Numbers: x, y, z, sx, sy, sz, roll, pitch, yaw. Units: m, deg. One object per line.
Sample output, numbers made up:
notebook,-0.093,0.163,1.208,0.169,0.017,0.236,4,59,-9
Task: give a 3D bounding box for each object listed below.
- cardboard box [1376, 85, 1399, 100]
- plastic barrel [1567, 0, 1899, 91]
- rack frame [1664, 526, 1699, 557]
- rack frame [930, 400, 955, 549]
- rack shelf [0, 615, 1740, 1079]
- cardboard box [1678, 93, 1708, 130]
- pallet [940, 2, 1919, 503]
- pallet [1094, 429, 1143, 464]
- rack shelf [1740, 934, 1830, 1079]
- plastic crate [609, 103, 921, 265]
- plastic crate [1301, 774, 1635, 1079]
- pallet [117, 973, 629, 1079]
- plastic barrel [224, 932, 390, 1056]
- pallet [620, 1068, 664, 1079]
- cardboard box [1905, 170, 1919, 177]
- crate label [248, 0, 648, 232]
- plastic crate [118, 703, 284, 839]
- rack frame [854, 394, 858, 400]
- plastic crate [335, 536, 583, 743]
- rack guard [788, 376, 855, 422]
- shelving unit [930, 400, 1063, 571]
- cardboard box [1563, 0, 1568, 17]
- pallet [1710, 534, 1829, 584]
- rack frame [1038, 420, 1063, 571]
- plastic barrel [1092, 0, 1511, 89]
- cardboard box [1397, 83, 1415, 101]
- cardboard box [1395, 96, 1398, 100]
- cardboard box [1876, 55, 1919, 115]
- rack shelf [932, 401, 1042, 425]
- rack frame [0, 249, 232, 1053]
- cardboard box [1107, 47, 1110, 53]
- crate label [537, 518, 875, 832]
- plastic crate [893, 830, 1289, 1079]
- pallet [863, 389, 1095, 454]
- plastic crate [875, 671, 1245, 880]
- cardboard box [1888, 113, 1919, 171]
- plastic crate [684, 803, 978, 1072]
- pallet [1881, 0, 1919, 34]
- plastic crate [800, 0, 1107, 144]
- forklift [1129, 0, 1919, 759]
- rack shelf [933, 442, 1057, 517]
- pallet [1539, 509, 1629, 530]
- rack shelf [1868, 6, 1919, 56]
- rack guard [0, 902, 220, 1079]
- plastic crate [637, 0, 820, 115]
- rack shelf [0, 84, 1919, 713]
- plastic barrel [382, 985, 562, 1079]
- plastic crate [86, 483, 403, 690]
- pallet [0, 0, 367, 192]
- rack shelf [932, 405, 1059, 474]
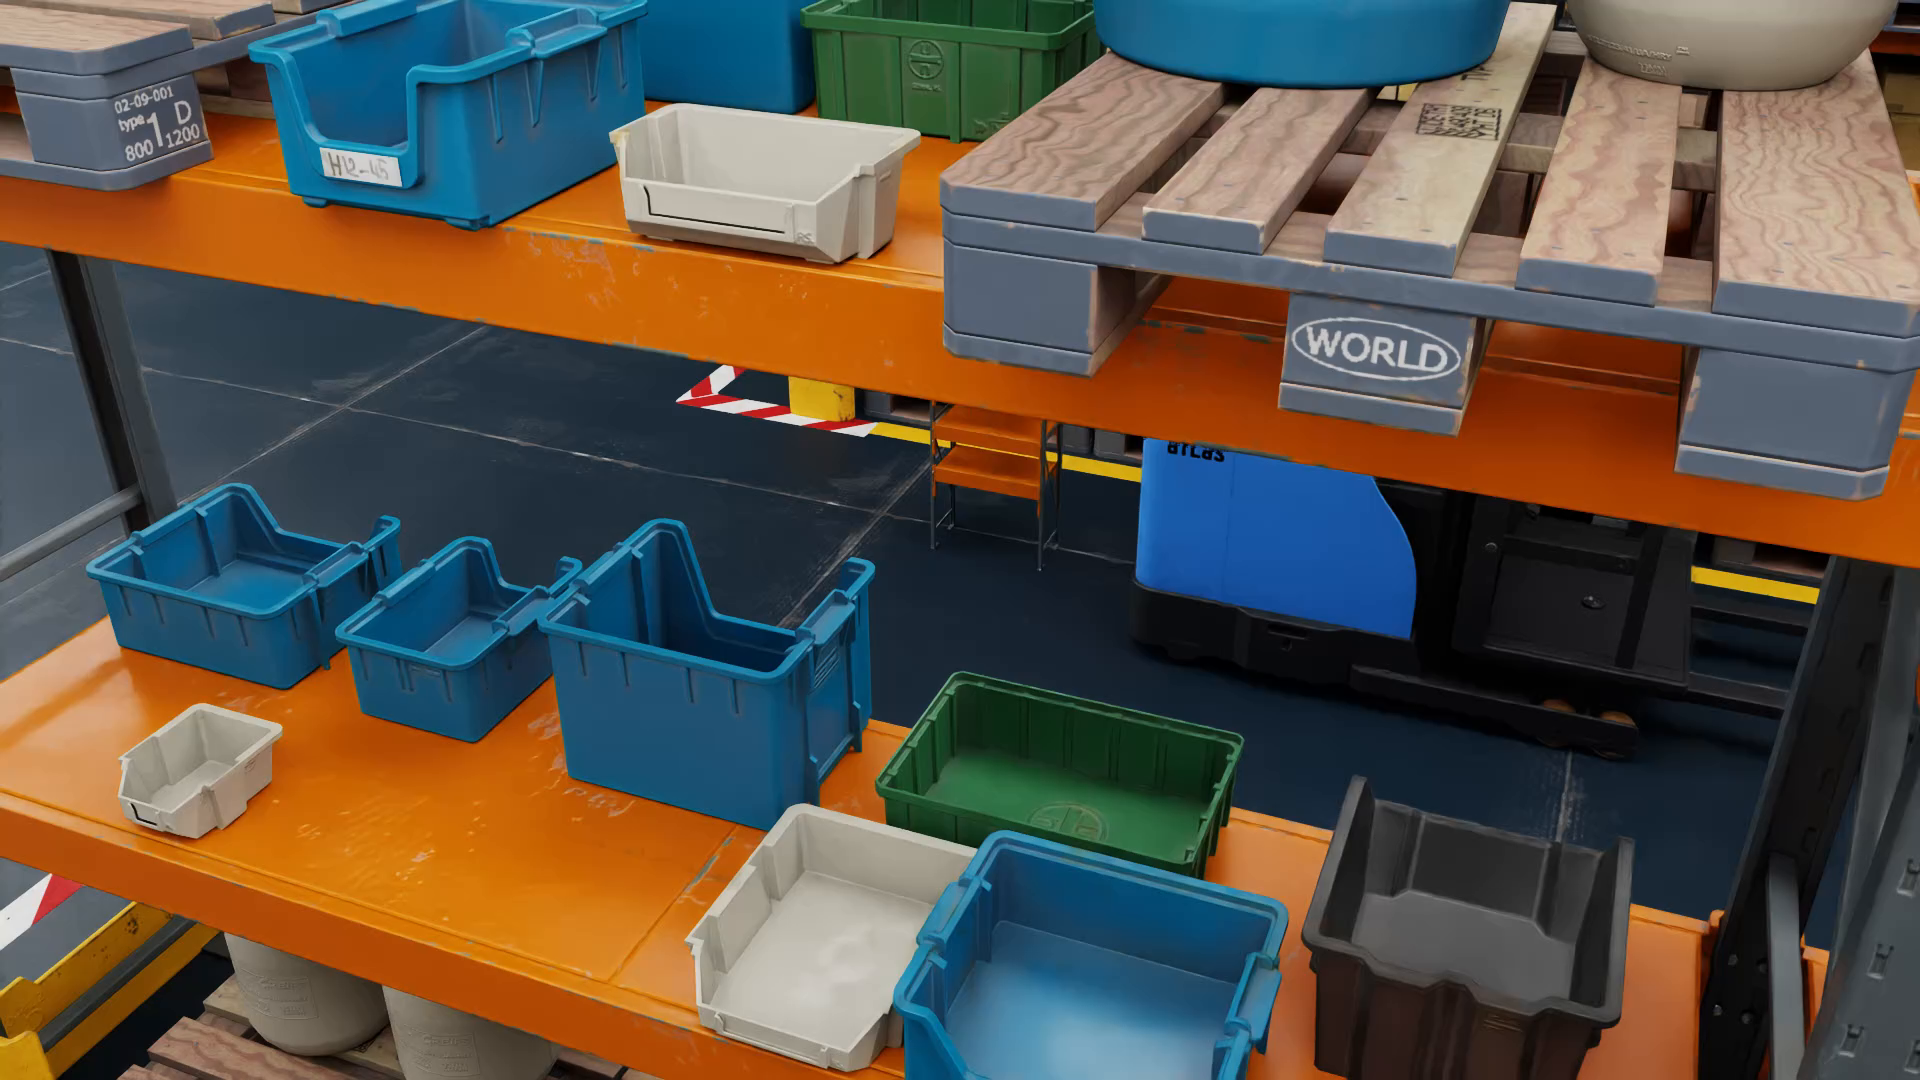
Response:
cardboard box,1.721,-1.950,6.891,0.250,0.149,0.380,12,32,21
plastic barrel,1.039,-0.885,2.178,0.421,0.512,0.421,0,29,0
rack frame,3.230,-1.436,6.742,0.127,3.000,1.000,11,31,19
rack frame,-0.073,-0.537,6.980,0.015,1.200,0.240,11,31,19
rack shelf,-0.489,0.765,3.579,4.000,0.370,1.077,11,31,19
cardboard box,2.897,-1.715,6.474,0.250,0.149,0.380,11,31,19
pallet,0.659,-0.491,2.213,1.003,0.211,1.213,11,31,19
pallet,1.374,-0.613,8.120,1.213,0.211,1.003,11,31,19
rack shelf,3.217,1.505,2.270,4.000,0.370,1.077,11,31,19
plastic crate,-0.275,-0.482,2.274,0.396,0.136,0.243,11,31,19
plastic crate,0.927,0.694,3.037,0.504,0.338,0.767,11,31,19
pallet,-1.504,1.441,4.486,1.213,0.211,1.003,11,31,19
plastic barrel,-1.704,1.069,4.412,0.421,0.512,0.421,0,29,0
pallet,-0.377,1.668,4.085,1.213,0.211,1.003,11,31,19
cardboard box,3.703,-1.300,6.653,0.500,0.250,0.500,13,32,22
crate label,-0.732,-0.662,2.476,0.408,0.251,0.502,11,31,19
plastic crate,-1.634,0.509,3.569,0.250,0.136,0.298,11,31,19
rack frame,-0.477,-2.176,8.052,0.127,3.000,1.000,11,31,19
plastic crate,-1.167,0.225,3.954,0.408,0.251,0.499,11,31,19
rack guard,-0.499,-1.092,8.674,0.348,0.500,1.175,11,31,19
shelving unit,0.153,-0.492,6.901,0.503,1.200,0.258,11,31,19
cardboard box,2.348,-2.216,6.703,0.500,0.500,0.700,11,31,19
pallet,3.927,-0.104,7.219,1.213,0.211,1.003,11,31,19
rack frame,0.379,-0.447,6.821,0.015,1.200,0.240,11,31,19
plastic barrel,0.482,-1.118,2.195,0.708,0.901,0.600,11,31,19
cardboard box,1.955,-1.904,6.809,0.250,0.149,0.380,11,31,19
cardboard box,1.862,-1.748,7.193,0.500,0.500,0.700,12,32,20
cardboard box,6.187,-2.917,10.693,0.500,0.250,0.500,11,31,18
rack shelf,0.153,-0.628,6.824,0.480,0.148,0.258,11,31,19
rack frame,-2.342,0.082,4.057,0.127,3.000,1.000,11,31,19
cardboard box,0.763,-2.141,7.229,0.250,0.149,0.380,10,31,17
crate label,-0.535,0.284,3.664,0.616,0.435,0.502,11,31,19
plastic crate,0.236,0.806,2.928,0.616,0.251,0.499,11,31,19
pallet,0.248,-0.840,8.521,1.213,0.211,1.003,11,31,19
plastic crate,0.212,0.534,3.472,0.662,0.188,0.450,11,31,19
cardboard box,6.275,-2.597,10.890,0.500,0.500,0.700,11,31,18
plastic crate,-0.236,0.752,3.140,0.437,0.136,0.530,11,31,19
pallet,5.742,-3.404,10.419,1.213,0.211,1.003,11,31,19
plastic crate,0.004,-0.808,2.798,0.450,0.188,0.336,11,31,19
forklift,2.227,-0.800,5.687,3.031,2.935,1.130,11,31,19
rack shelf,0.153,-0.260,7.031,0.480,0.148,0.258,11,31,19
pallet,2.509,-0.388,7.722,1.213,0.211,1.003,11,31,19
rack shelf,6.942,-3.012,10.262,4.000,0.370,1.077,11,31,19
rack guard,-2.254,1.163,4.685,0.348,0.500,1.175,11,31,19
plastic crate,-0.462,-1.002,2.941,0.575,0.384,0.392,11,31,19
rack shelf,-0.489,-0.541,2.841,4.000,0.370,1.077,11,31,19
plastic barrel,-1.239,1.162,4.248,0.421,0.512,0.421,0,29,0
plastic crate,-1.766,0.103,4.171,0.616,0.251,0.499,11,31,19
pallet,-1.613,-0.944,3.016,1.213,0.211,1.003,11,31,19
rack shelf,0.153,-0.433,6.934,0.480,0.148,0.258,11,31,19
